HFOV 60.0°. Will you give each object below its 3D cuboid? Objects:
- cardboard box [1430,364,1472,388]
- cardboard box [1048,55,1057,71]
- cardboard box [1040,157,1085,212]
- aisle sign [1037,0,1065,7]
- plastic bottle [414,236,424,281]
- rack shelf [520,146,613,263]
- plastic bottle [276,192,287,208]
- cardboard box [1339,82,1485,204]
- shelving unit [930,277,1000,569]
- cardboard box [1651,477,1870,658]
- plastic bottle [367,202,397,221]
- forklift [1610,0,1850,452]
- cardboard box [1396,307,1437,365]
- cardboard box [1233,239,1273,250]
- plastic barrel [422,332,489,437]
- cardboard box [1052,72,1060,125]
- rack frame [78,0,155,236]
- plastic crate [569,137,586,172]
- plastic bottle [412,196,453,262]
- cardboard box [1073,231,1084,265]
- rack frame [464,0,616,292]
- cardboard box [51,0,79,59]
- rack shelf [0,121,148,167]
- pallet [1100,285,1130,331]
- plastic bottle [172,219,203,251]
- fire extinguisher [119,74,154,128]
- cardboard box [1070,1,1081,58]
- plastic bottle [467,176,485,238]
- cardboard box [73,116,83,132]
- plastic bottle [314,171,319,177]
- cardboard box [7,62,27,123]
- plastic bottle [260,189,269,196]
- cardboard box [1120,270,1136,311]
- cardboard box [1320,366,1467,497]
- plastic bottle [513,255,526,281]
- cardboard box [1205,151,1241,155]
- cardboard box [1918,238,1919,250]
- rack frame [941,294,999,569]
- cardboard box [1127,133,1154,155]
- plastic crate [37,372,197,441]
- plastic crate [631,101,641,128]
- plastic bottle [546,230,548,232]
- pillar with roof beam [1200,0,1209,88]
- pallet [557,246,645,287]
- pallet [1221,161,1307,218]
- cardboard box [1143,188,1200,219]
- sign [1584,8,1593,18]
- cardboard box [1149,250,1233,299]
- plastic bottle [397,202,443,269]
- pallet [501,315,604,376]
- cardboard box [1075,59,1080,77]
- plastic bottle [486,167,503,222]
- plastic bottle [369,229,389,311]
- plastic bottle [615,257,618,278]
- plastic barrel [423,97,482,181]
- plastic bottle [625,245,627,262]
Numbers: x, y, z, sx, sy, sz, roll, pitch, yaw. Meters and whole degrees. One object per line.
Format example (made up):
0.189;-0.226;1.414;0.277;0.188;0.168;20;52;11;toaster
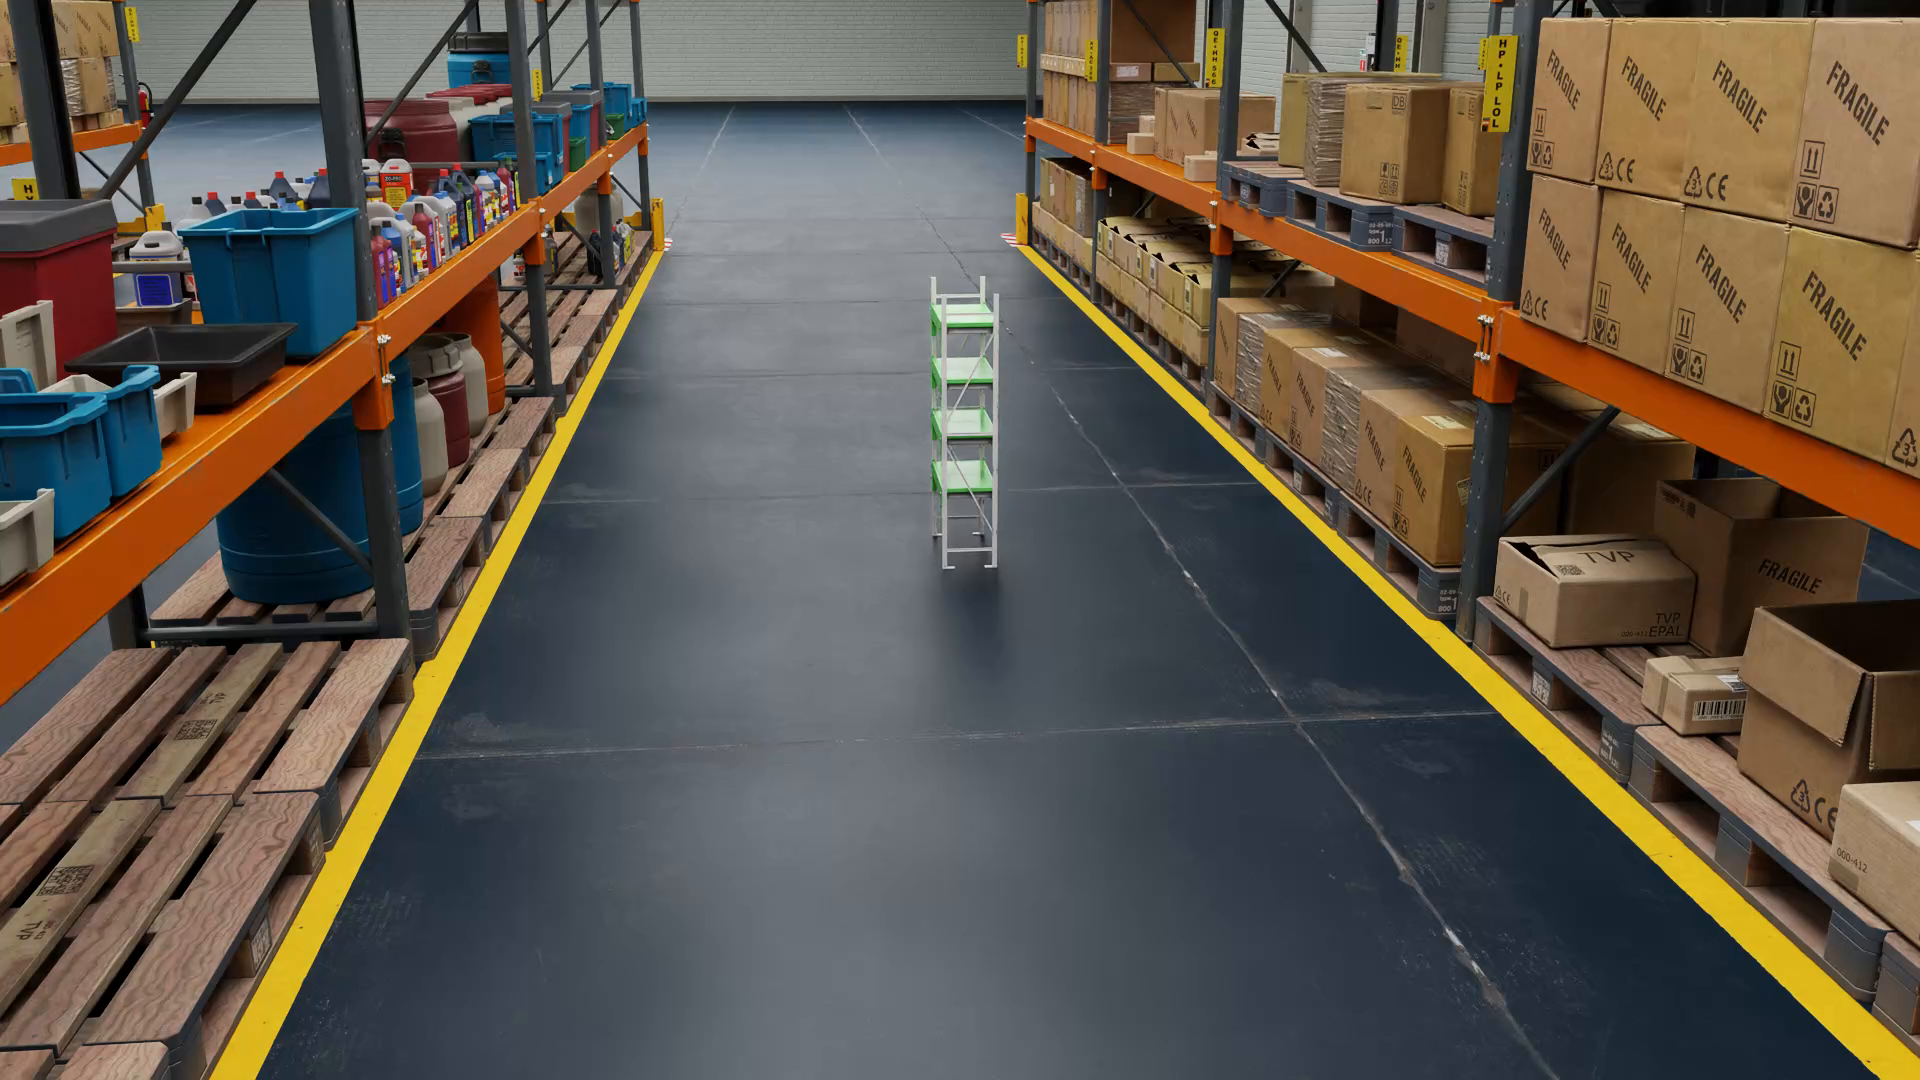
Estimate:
2.519;-0.536;7.815;0.500;0.500;0.500;-2;17;-5;cardboard box
1.080;-4.715;16.439;0.380;0.149;0.250;-2;18;-5;cardboard box
1.087;-3.565;16.663;0.500;0.500;0.500;-2;18;-6;cardboard box
0.888;-5.885;17.074;0.394;0.787;0.004;-2;18;-6;aisle sign
-2.192;-1.136;6.618;0.097;0.201;0.097;0;17;0;plastic bottle
-3.109;-2.352;11.361;1.077;0.370;4.000;-2;18;-6;rack shelf
-2.972;-1.397;7.334;0.097;0.271;0.097;0;17;0;plastic bottle
2.193;-1.832;7.636;0.700;0.500;0.500;-6;19;-20;cardboard box
0.017;-0.523;7.340;0.258;1.200;0.503;-2;18;-6;shelving unit
2.778;0.084;5.839;0.500;0.500;0.500;-2;18;-6;cardboard box
-2.406;-1.269;6.919;0.152;0.276;0.135;-2;18;-6;plastic bottle
4.433;-2.245;9.934;1.130;2.935;3.031;1;17;4;forklift
2.474;-1.033;8.148;0.500;0.250;0.500;-2;18;-7;cardboard box
2.096;-2.034;12.100;0.500;0.311;0.500;-2;18;-6;cardboard box
-2.688;-0.802;8.676;0.421;0.512;0.421;0;17;0;plastic barrel
1.294;-4.386;16.474;0.700;0.500;0.500;-1;17;-4;cardboard box
-8.655;-4.330;16.460;1.000;3.000;0.127;-2;18;-6;rack frame
-2.855;-2.680;11.558;0.450;0.188;0.662;-2;18;-6;plastic crate
-2.279;-1.343;7.154;0.152;0.276;0.135;-2;18;-6;plastic bottle
1.305;-2.612;14.878;0.500;0.250;0.500;-2;18;-6;cardboard box
-3.316;-3.291;13.151;1.000;3.000;0.127;-2;18;-6;rack frame
-8.246;-4.542;14.804;0.500;0.500;0.500;-2;18;-6;cardboard box
-8.448;-3.390;14.670;1.077;0.370;4.000;-2;18;-6;rack shelf
1.727;-1.894;13.358;1.003;0.211;1.213;-2;18;-6;pallet
-2.890;-1.064;6.267;0.152;0.276;0.135;-2;18;-6;plastic bottle
-8.208;-4.341;16.626;0.296;0.674;0.183;-2;18;-6;fire extinguisher
1.404;-4.690;15.275;0.700;0.500;0.500;-2;18;-6;cardboard box
-2.319;-1.596;7.946;0.061;0.283;0.133;-2;18;-6;plastic bottle
-8.323;-3.833;15.298;0.380;0.149;0.250;-2;18;-6;cardboard box
-3.140;-1.657;8.141;0.061;0.283;0.133;-2;18;-6;plastic bottle
-8.395;-3.759;13.980;0.875;0.500;0.500;-2;18;-6;cardboard box
-3.049;-1.395;7.307;0.061;0.283;0.133;-2;18;-6;plastic bottle
1.515;-1.897;12.601;0.500;0.250;0.500;-2;18;-7;cardboard box
2.007;-0.512;7.738;0.500;0.500;0.500;-2;17;-5;cardboard box
-3.663;-2.264;13.818;0.097;0.201;0.097;0;17;0;plastic bottle
1.837;-2.509;11.082;0.380;0.149;0.250;0;17;-2;cardboard box
2.419;-0.821;3.449;0.500;0.500;0.500;-1;17;-4;cardboard box
0.042;-0.450;7.109;0.240;1.200;0.015;-2;18;-6;rack frame
1.500;-3.053;12.812;0.380;0.149;0.250;-2;18;-6;cardboard box
-2.012;-0.301;3.967;0.293;0.136;0.466;-2;18;-6;plastic crate
-3.318;-4.078;15.907;0.499;0.251;0.408;-2;18;-6;plastic crate
-3.840;-2.777;15.451;0.097;0.201;0.097;0;17;0;plastic bottle
0.920;-12.699;33.103;9.100;9.000;0.400;-2;18;-6;pillar with roof beam
-3.472;-2.526;15.371;1.003;0.211;1.213;-2;18;-6;pallet
2.164;-1.960;9.232;1.213;0.211;1.003;-2;18;-6;pallet
1.875;-2.837;14.343;0.500;0.500;0.500;-2;18;-6;cardboard box
6.680;-5.503;17.737;0.100;0.325;0.005;-2;18;-6;sign
1.616;-1.861;11.549;0.500;0.311;0.500;-2;18;-6;cardboard box
-2.255;-1.274;6.934;0.152;0.276;0.135;-2;18;-6;plastic bottle
-3.067;-1.363;11.667;1.003;0.211;1.213;-2;18;-6;pallet
1.241;-4.253;14.965;0.380;0.149;0.250;-1;17;-4;cardboard box
-2.399;-1.769;8.518;0.097;0.271;0.097;0;17;0;plastic bottle
-2.104;-0.974;5.967;0.061;0.283;0.133;-2;18;-6;plastic bottle
-2.923;-2.304;13.947;0.097;0.201;0.097;0;17;0;plastic bottle
-3.265;-2.578;10.694;0.421;0.512;0.421;0;17;0;plastic barrel
-3.011;-2.560;14.762;0.097;0.201;0.097;0;17;0;plastic bottle
